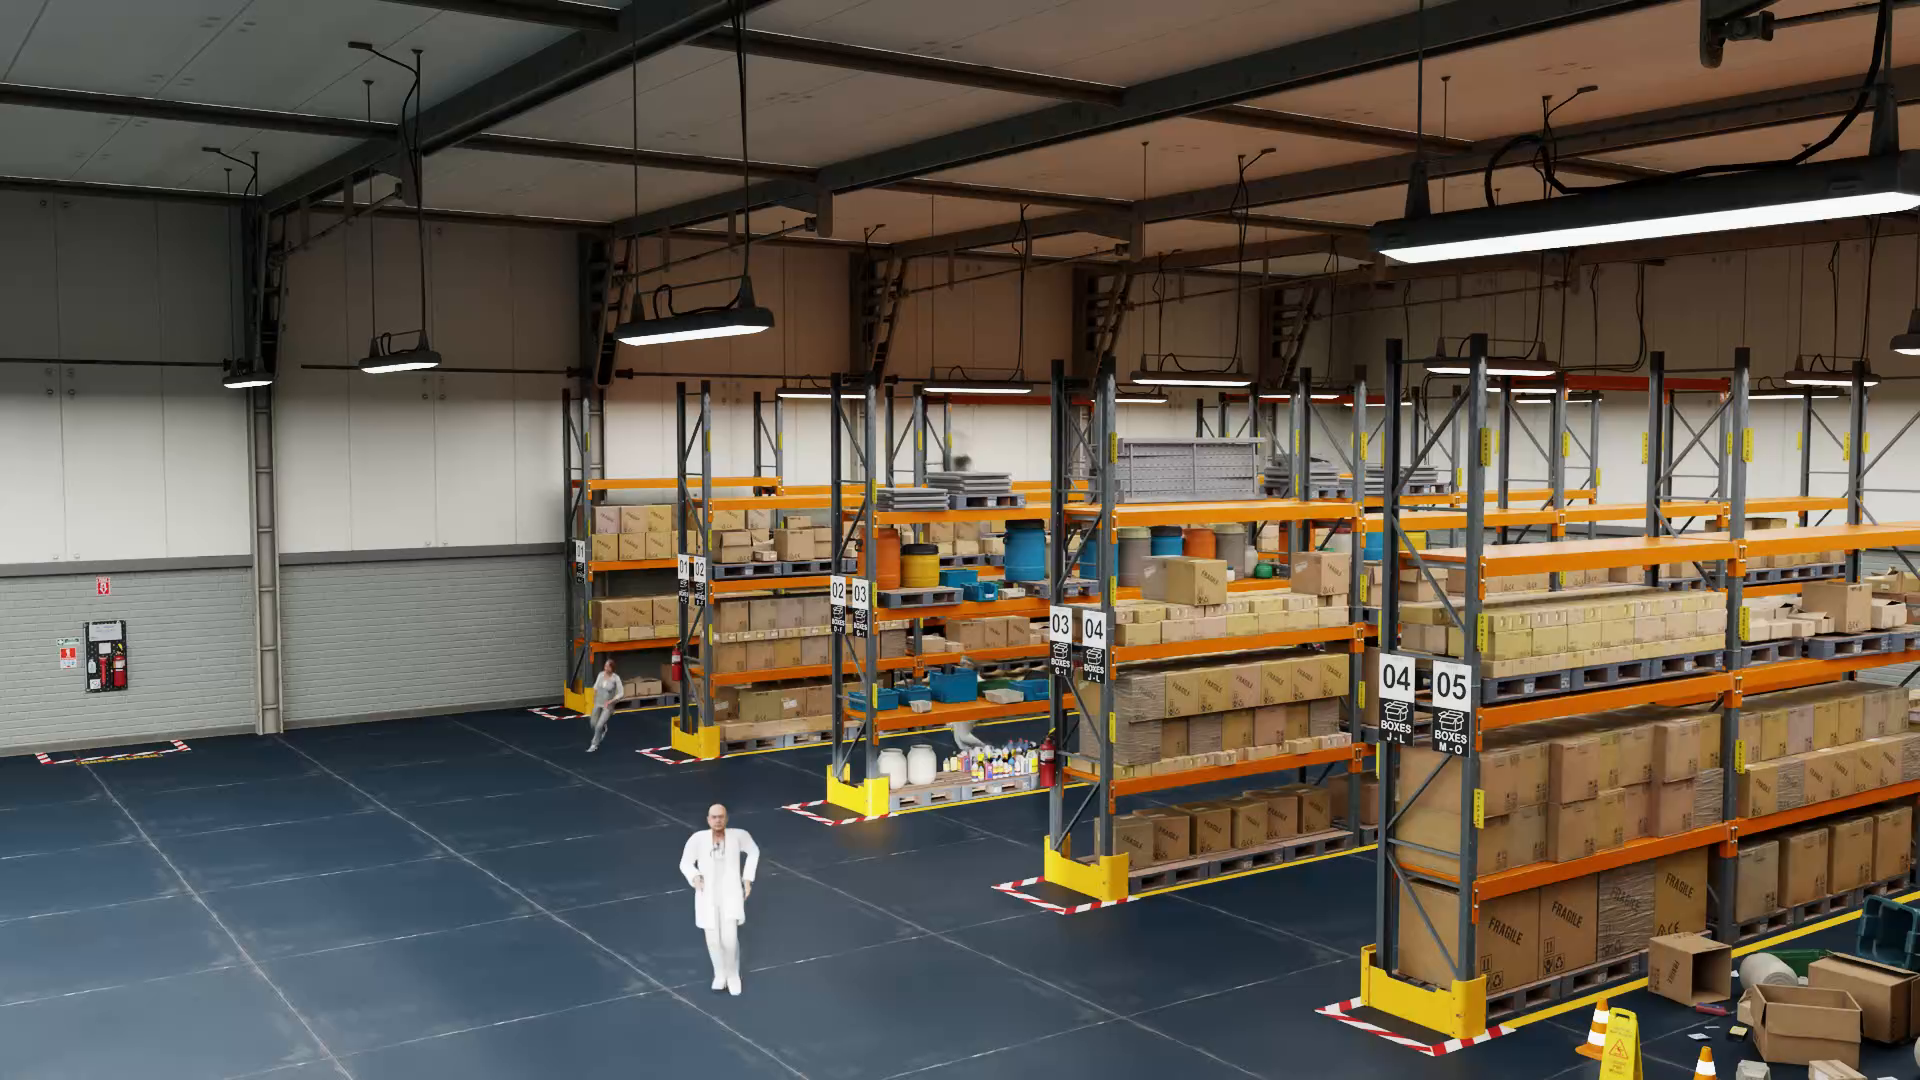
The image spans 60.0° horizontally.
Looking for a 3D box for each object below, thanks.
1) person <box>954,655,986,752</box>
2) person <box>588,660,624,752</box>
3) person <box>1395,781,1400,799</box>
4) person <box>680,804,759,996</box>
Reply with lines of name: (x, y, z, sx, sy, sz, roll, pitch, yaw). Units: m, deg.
person: (0.092, 2.639, 25.761, 0.596, 1.736, 0.640, -3, 5, -37)
person: (-5.720, 2.688, 27.039, 0.596, 1.493, 0.566, 1, 4, 15)
person: (5.031, 3.129, 17.981, 0.887, 1.812, 0.662, -3, 5, -42)
person: (-2.216, 3.312, 15.264, 0.703, 1.781, 0.732, 0, 4, -2)
